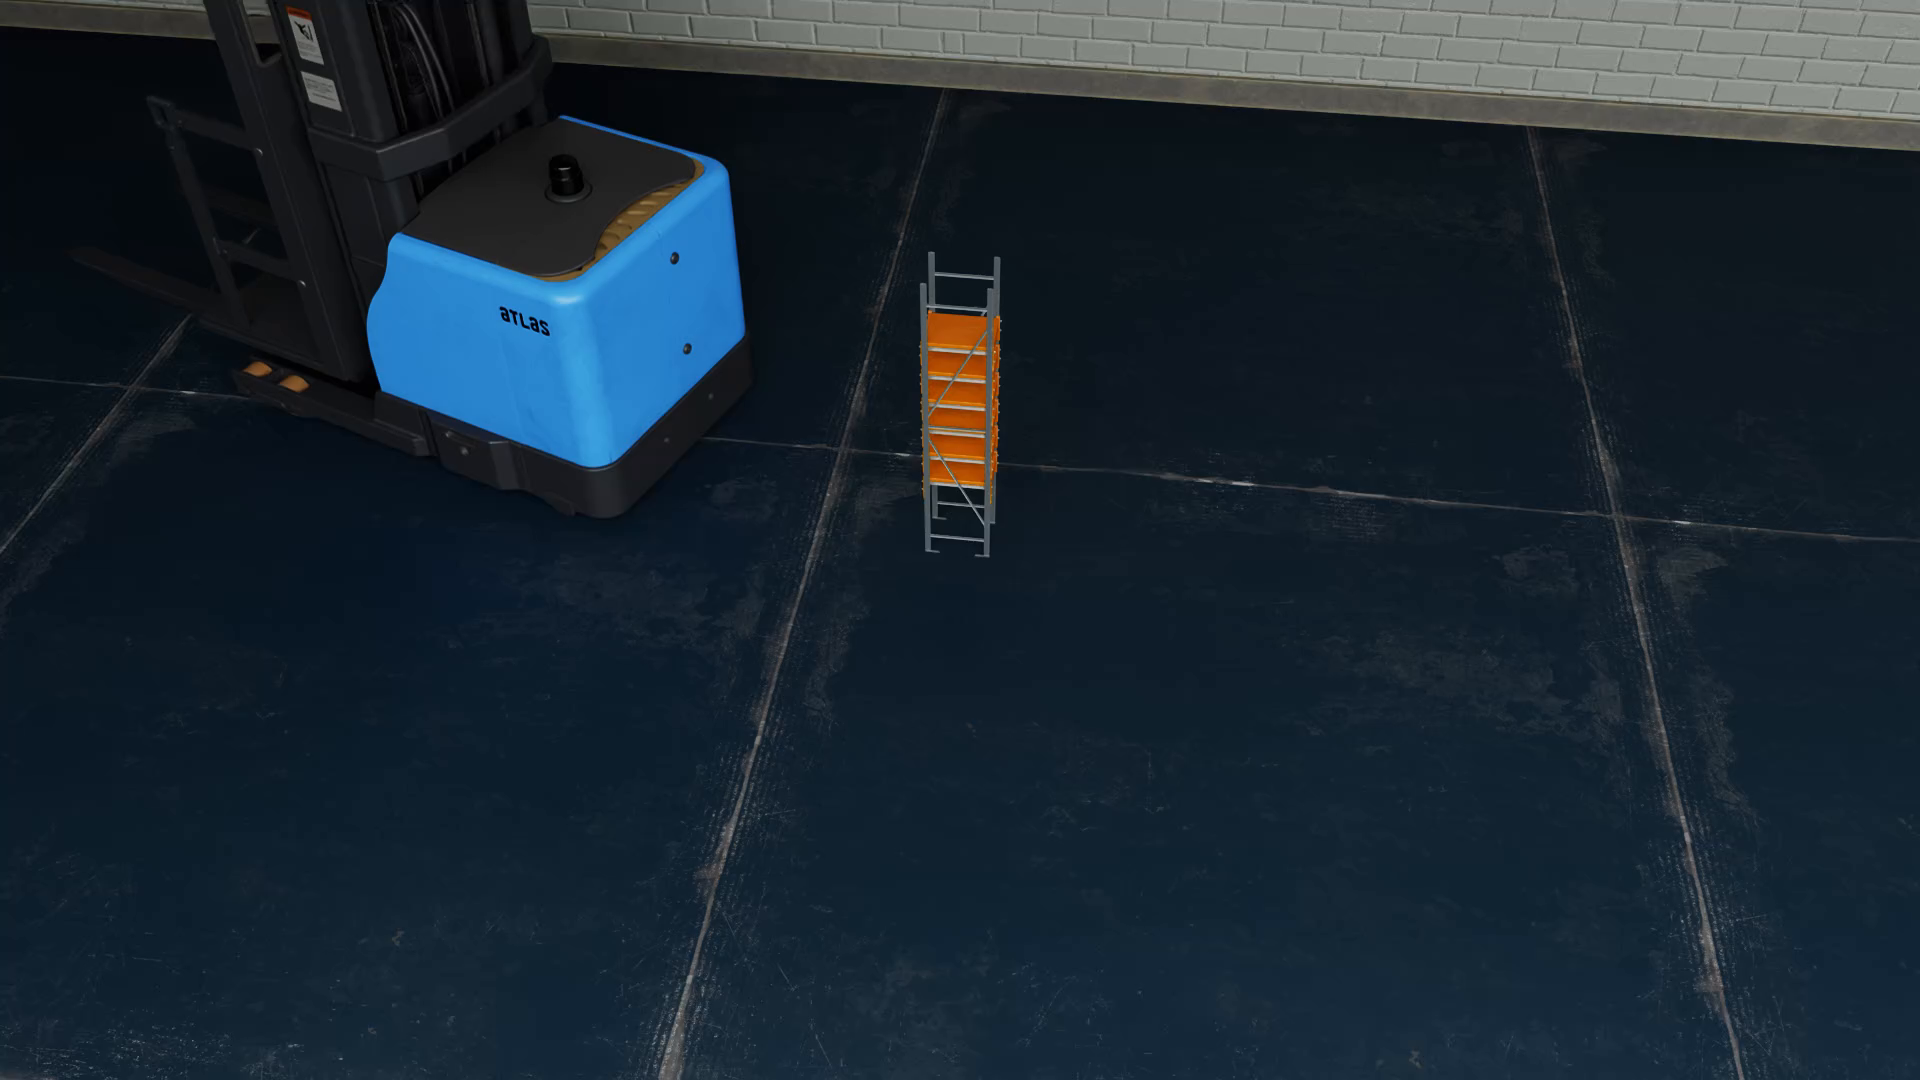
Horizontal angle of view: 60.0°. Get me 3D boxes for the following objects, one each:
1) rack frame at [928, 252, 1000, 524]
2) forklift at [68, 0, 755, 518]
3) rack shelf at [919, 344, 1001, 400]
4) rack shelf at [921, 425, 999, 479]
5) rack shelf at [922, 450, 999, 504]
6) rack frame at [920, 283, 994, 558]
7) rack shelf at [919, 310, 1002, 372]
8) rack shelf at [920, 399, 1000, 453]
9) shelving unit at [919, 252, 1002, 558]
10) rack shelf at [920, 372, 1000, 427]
[{"bbox_3d":[0.014,-0.508,5.914,0.240,1.200,0.006,5,44,6],"label":"rack frame"},{"bbox_3d":[-2.393,-1.869,6.092,3.031,2.935,1.130,20,47,20],"label":"forklift"},{"bbox_3d":[0.002,-0.588,5.713,0.258,0.103,0.180,5,44,6],"label":"rack shelf"},{"bbox_3d":[0.002,-0.326,5.961,0.258,0.103,0.180,5,44,6],"label":"rack shelf"},{"bbox_3d":[0.002,-0.239,6.043,0.258,0.103,0.180,5,44,6],"label":"rack shelf"},{"bbox_3d":[-0.010,-0.383,5.782,0.240,1.200,0.006,5,44,6],"label":"rack frame"},{"bbox_3d":[0.002,-0.675,5.631,0.258,0.103,0.180,5,44,6],"label":"rack shelf"},{"bbox_3d":[0.002,-0.413,5.878,0.258,0.103,0.180,5,44,6],"label":"rack shelf"},{"bbox_3d":[0.002,-0.446,5.848,0.258,1.200,0.189,5,44,6],"label":"shelving unit"},{"bbox_3d":[0.002,-0.500,5.796,0.258,0.103,0.180,5,44,6],"label":"rack shelf"}]
